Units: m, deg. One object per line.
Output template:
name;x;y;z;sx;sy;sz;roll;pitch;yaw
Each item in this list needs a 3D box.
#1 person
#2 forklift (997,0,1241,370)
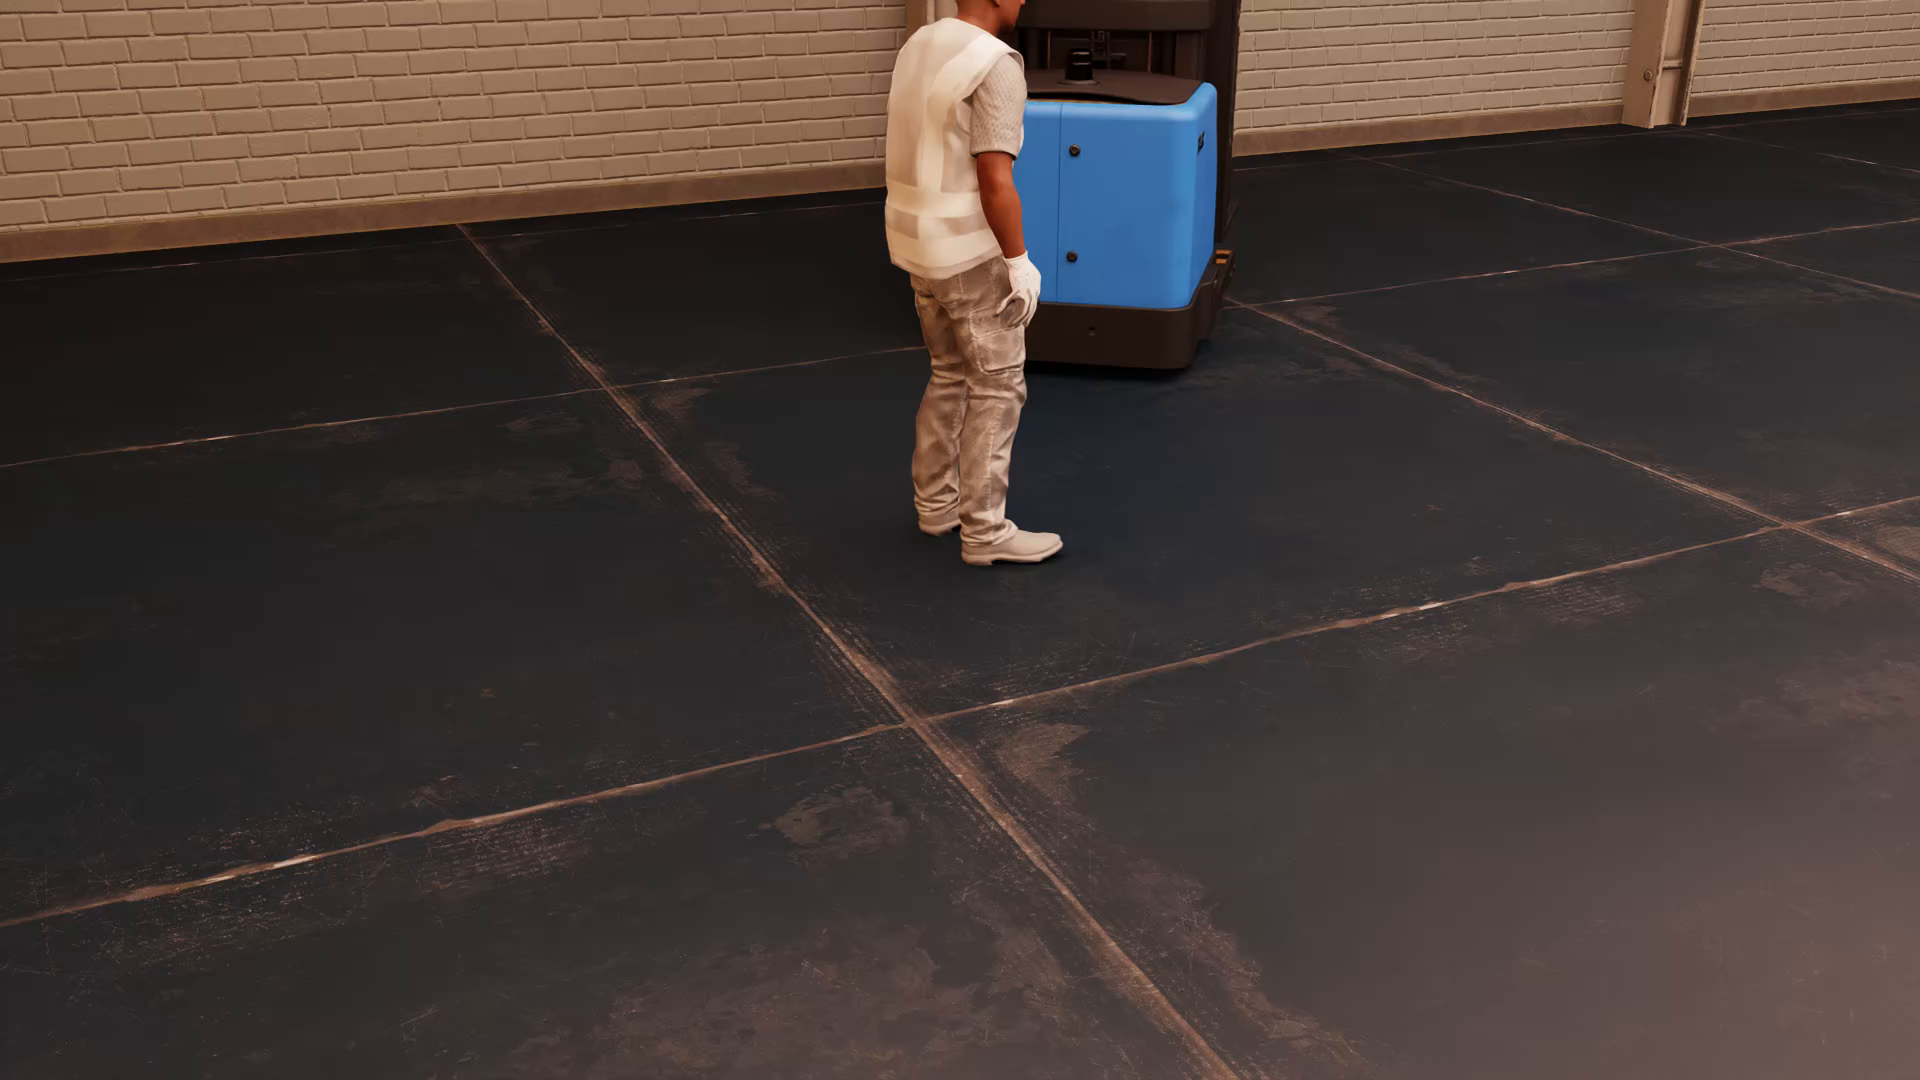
person;0.032;-0.826;4.788;0.449;1.773;0.617;-11;25;-25
forklift;0.731;-2.559;7.446;1.130;2.935;3.031;5;23;12
